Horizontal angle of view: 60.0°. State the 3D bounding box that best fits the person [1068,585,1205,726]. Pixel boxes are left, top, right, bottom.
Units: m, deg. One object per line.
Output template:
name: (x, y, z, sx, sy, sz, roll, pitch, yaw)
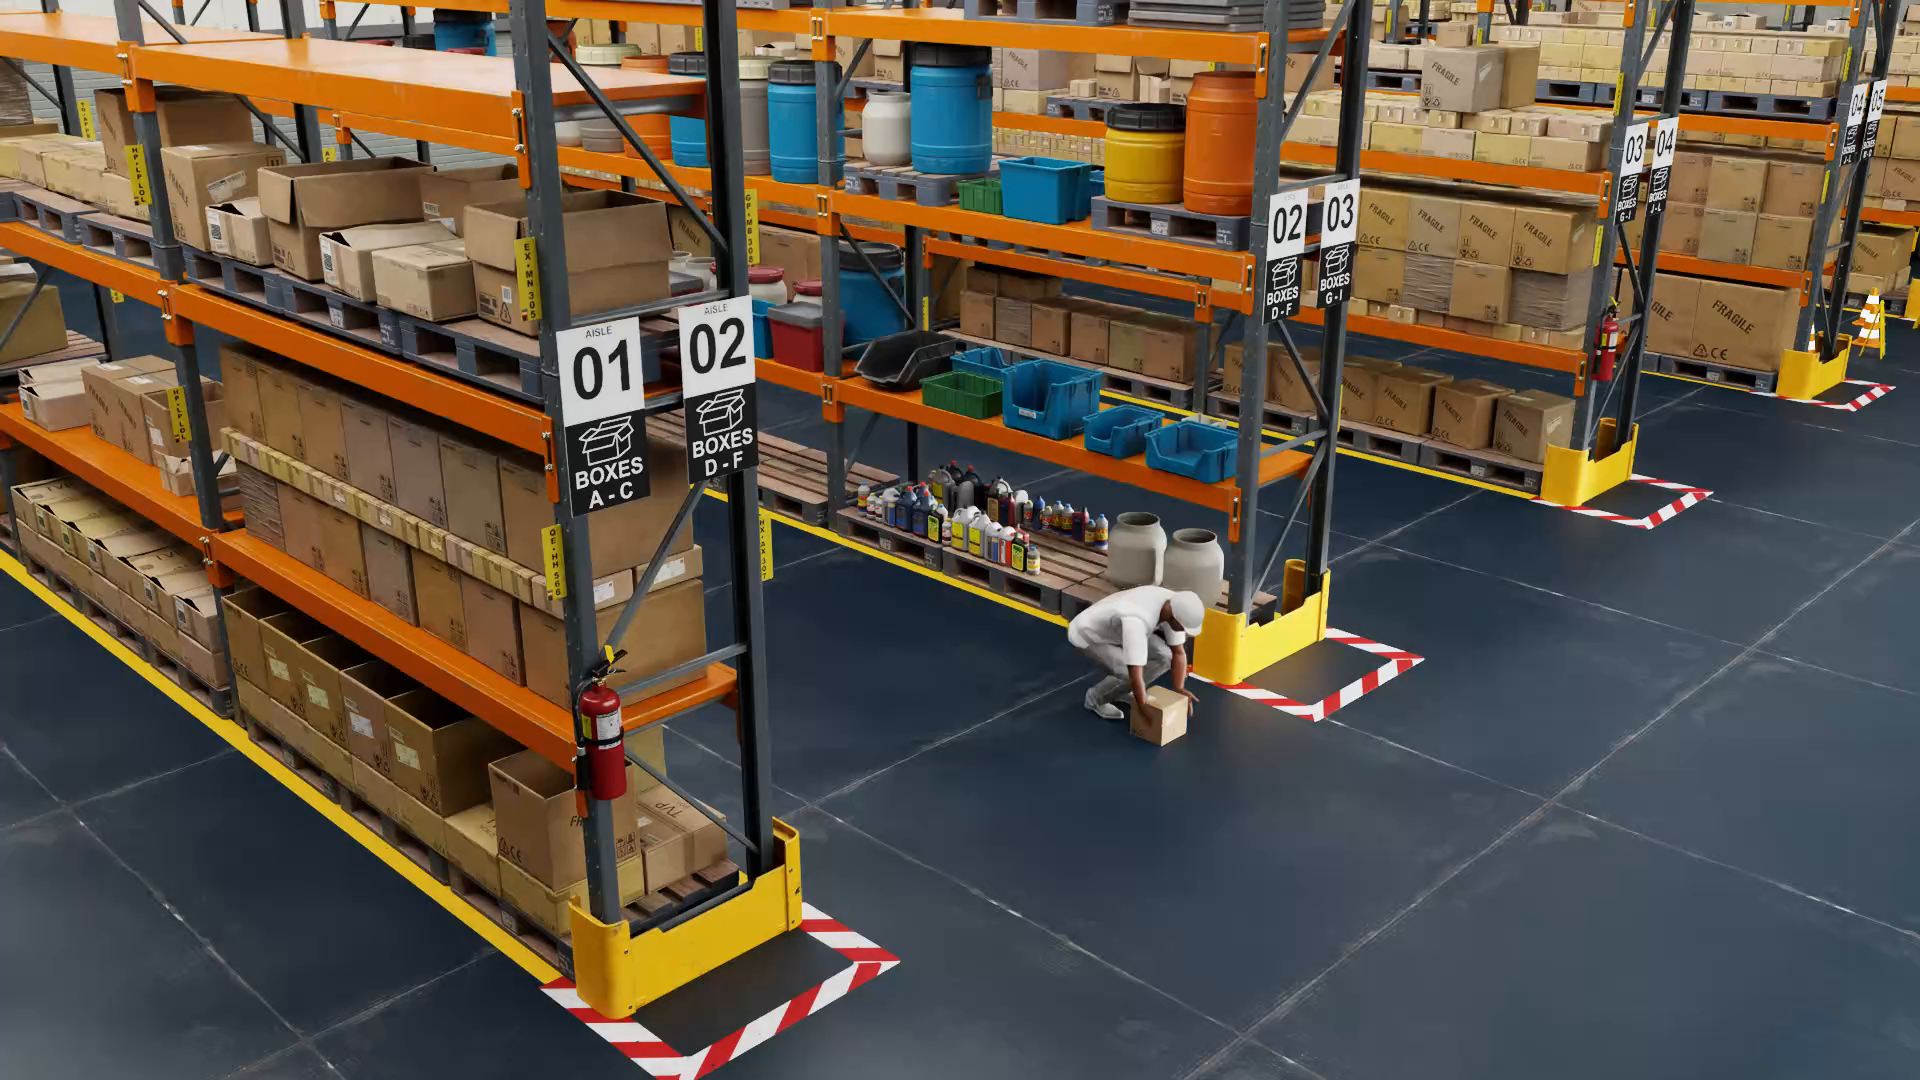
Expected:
person: (1.119, 0.672, 10.457, 0.900, 0.924, 0.587, 19, 28, 41)
